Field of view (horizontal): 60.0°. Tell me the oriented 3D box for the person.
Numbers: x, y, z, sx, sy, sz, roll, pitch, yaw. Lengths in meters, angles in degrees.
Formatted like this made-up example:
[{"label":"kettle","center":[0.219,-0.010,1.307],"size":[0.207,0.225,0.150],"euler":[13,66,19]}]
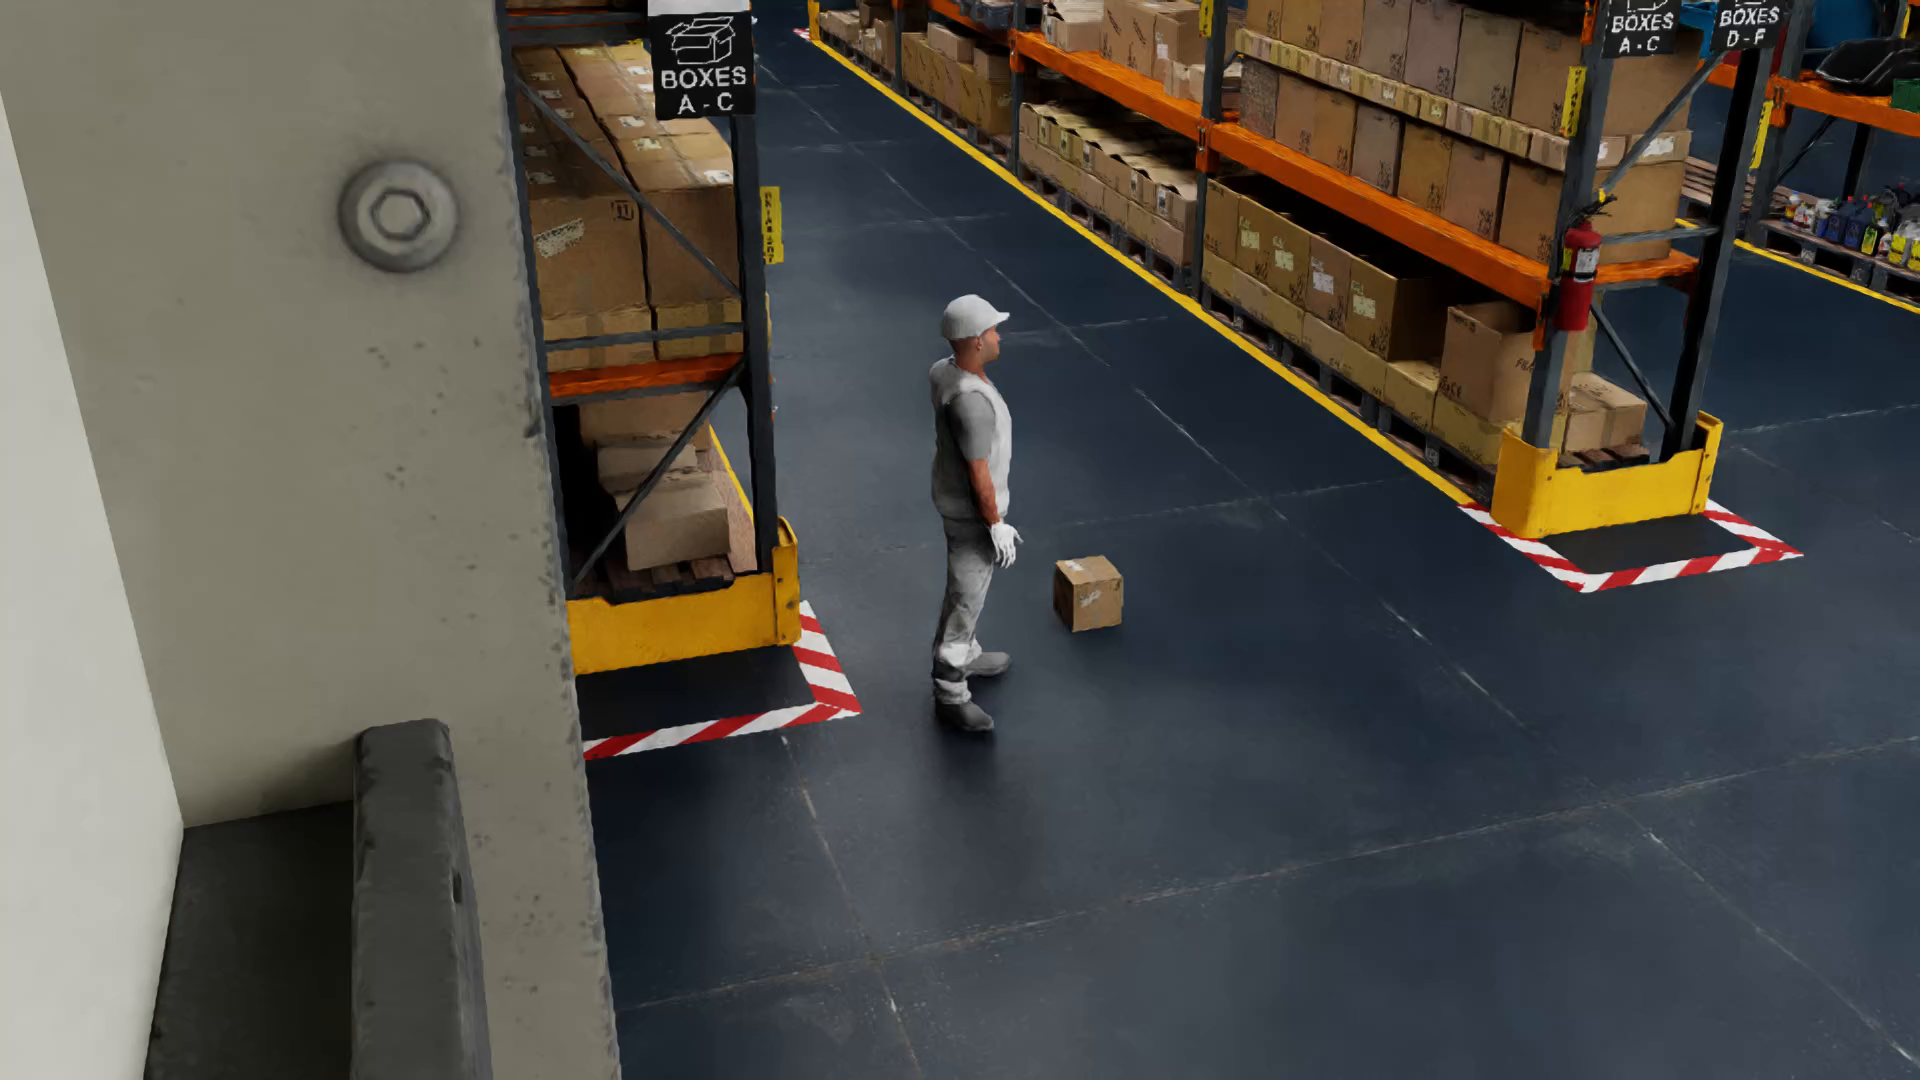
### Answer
[{"label":"person","center":[0.057,-0.147,6.812],"size":[0.377,1.793,0.687],"euler":[-2,26,-5]}]
